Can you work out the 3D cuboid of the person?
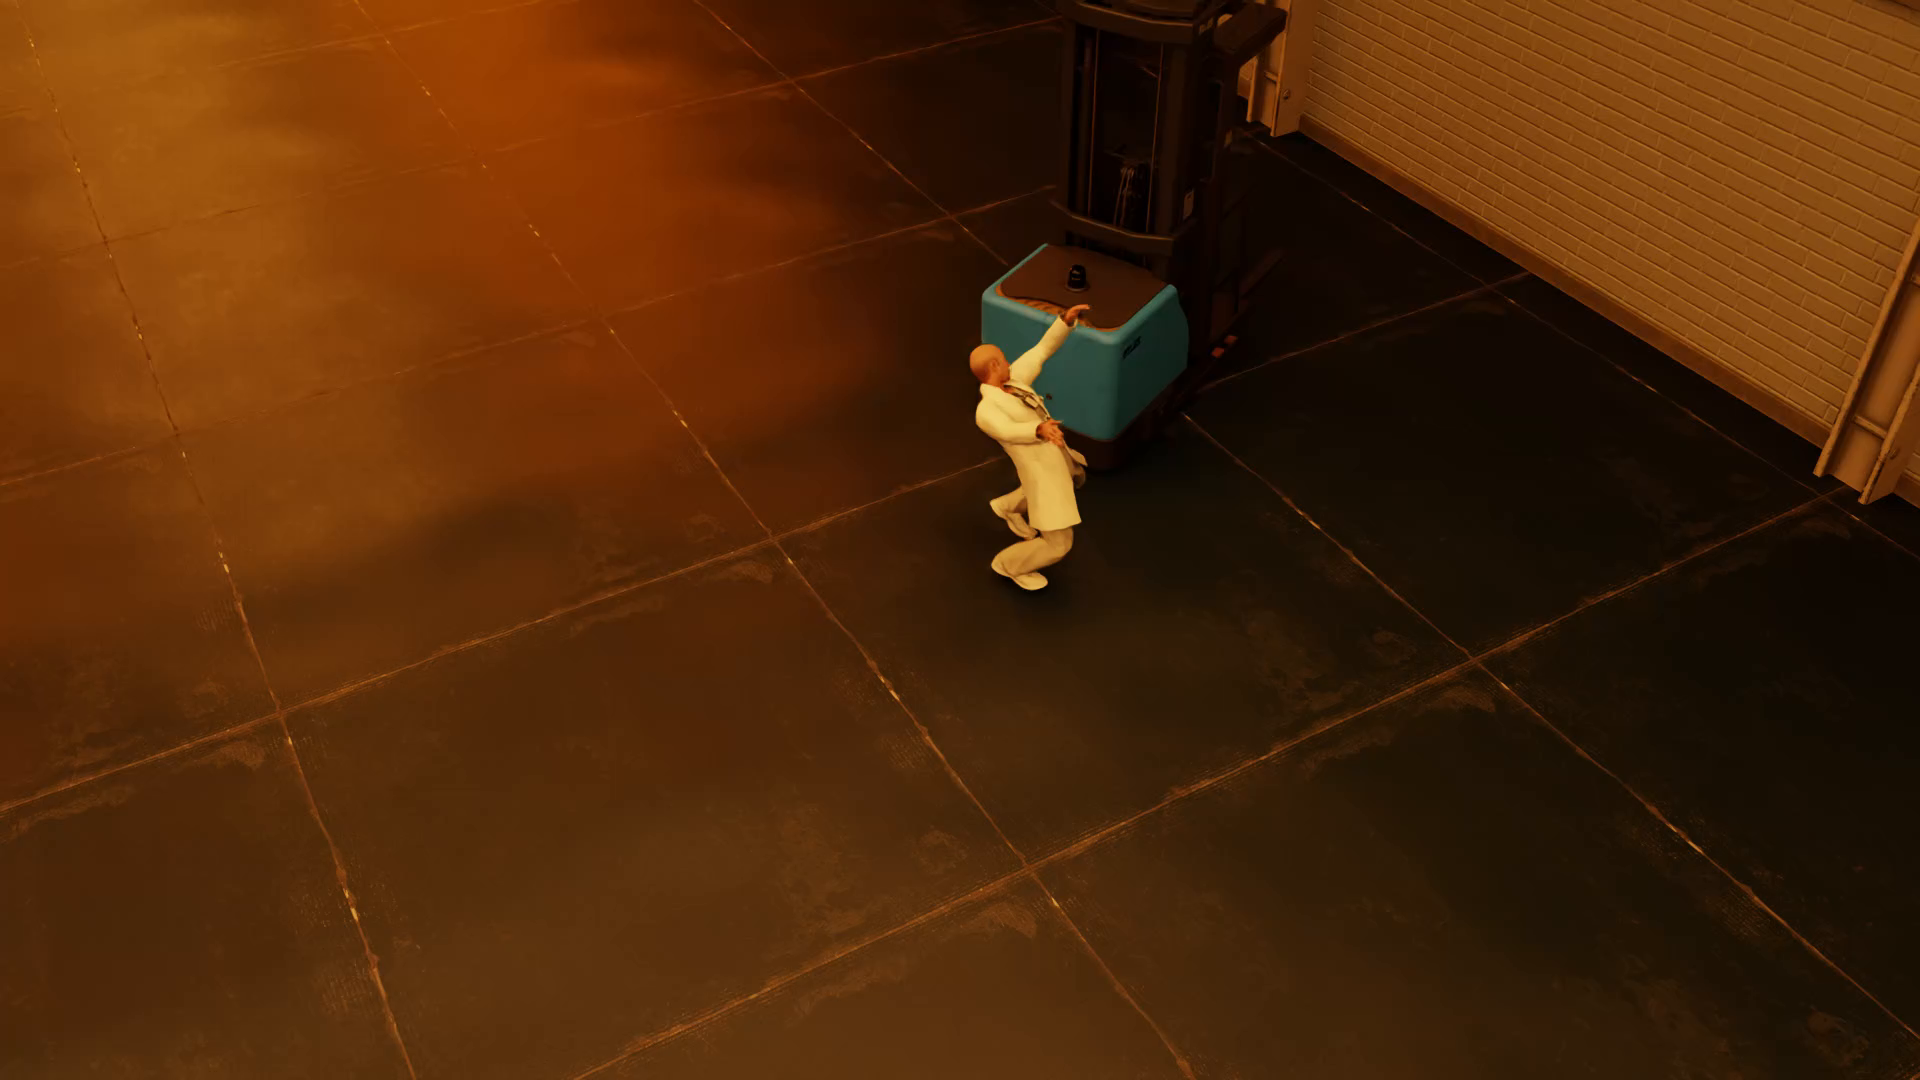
[{"bbox_3d":[0.374,-0.425,9.509,0.721,1.690,1.092,5,40,6],"label":"person"}]

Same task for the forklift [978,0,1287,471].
[{"bbox_3d":[1.363,-2.480,11.027,1.130,2.935,3.031,23,45,25],"label":"forklift"}]
